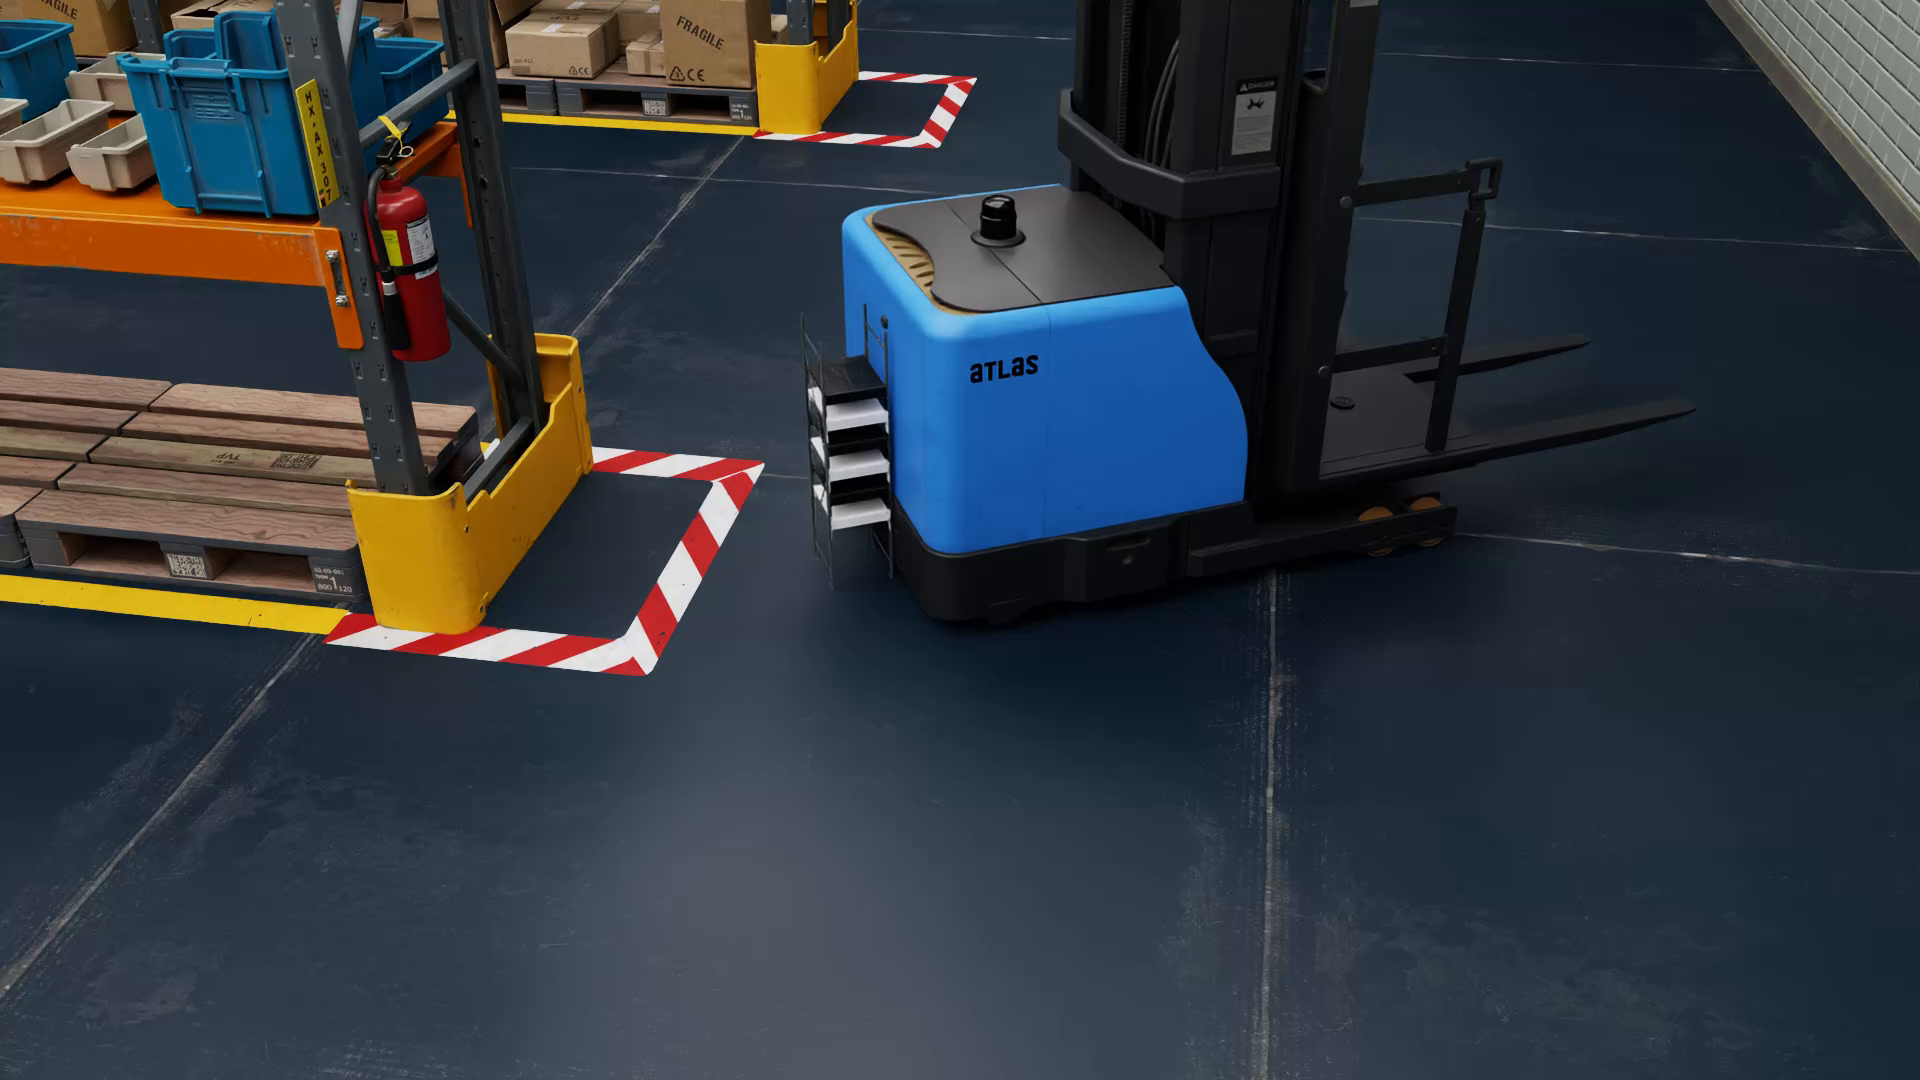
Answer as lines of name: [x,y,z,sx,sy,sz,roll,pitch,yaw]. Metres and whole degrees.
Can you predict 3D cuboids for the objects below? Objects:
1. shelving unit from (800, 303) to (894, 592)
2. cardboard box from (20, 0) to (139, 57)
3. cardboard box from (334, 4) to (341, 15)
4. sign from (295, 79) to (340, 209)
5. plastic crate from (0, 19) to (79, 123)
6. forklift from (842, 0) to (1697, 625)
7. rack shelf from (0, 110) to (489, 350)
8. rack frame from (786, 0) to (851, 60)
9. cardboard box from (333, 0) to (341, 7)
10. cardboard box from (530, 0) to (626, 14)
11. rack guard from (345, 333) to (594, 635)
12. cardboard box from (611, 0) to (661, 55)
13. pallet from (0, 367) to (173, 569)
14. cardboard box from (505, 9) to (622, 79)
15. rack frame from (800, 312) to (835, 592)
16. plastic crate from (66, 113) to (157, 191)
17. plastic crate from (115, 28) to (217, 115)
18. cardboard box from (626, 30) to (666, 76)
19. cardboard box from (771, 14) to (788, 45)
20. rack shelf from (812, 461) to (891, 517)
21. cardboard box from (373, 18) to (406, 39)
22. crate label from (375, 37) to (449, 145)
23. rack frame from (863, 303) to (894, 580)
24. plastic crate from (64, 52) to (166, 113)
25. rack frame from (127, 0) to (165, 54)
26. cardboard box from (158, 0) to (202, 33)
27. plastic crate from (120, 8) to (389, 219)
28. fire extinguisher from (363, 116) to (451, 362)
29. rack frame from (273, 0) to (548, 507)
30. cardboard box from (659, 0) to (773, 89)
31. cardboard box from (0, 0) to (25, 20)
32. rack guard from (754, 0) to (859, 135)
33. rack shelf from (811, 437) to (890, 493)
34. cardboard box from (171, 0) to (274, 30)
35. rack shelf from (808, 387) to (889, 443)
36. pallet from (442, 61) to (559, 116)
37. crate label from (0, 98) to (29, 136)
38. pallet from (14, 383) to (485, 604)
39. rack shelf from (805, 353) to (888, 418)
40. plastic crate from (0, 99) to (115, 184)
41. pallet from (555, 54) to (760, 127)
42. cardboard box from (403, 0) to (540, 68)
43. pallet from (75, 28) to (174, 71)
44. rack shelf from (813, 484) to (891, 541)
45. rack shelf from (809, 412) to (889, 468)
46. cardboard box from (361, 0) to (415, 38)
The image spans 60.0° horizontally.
shelving unit: [-0.360,-0.289,5.364,0.210,0.900,0.258,-11,34,-16]
cardboard box: [-5.288,-3.251,10.057,0.500,0.500,0.500,5,32,8]
cardboard box: [-3.764,-3.303,10.472,0.250,0.149,0.380,5,32,8]
sign: [-1.724,-1.062,4.466,0.005,0.325,0.100,5,32,8]
plastic crate: [-3.133,-1.548,5.498,0.300,0.233,0.416,5,32,8]
forklift: [1.171,-1.440,5.288,3.031,2.935,1.130,-11,34,-16]
rack shelf: [-3.619,-1.156,5.447,4.000,0.370,1.077,5,32,8]
rack frame: [-0.810,-3.872,9.109,0.127,3.000,1.000,5,32,8]
cardboard box: [-4.144,-3.454,10.382,0.500,0.500,0.500,5,32,8]
cardboard box: [-2.284,-3.180,10.179,0.500,0.250,0.500,5,32,8]
rack guard: [-1.621,-0.227,5.642,0.348,0.500,1.175,5,32,8]
cardboard box: [-1.791,-3.135,10.108,0.500,0.250,0.500,5,32,8]
pallet: [-3.653,-0.304,6.037,1.213,0.211,1.003,5,32,8]
cardboard box: [-2.319,-2.914,9.755,0.500,0.250,0.500,5,32,8]
rack frame: [-0.456,-0.271,5.335,0.006,0.900,0.240,-11,34,-16]
plastic crate: [-2.482,-1.174,4.990,0.243,0.136,0.396,5,32,8]
plastic crate: [-2.484,-1.490,5.404,0.300,0.233,0.416,5,32,8]
cardboard box: [-1.772,-2.861,9.749,0.250,0.166,0.380,5,32,8]
cardboard box: [-1.165,-3.068,10.096,0.250,0.149,0.380,5,32,8]
rack shelf: [-0.360,-0.184,5.429,0.200,0.077,0.258,-11,34,-16]
cardboard box: [-3.521,-2.992,9.959,0.250,0.166,0.380,5,32,8]
crate label: [-1.835,-1.431,5.310,0.303,0.233,0.416,5,32,8]
rack frame: [-0.264,-0.307,5.392,0.006,0.900,0.240,-11,34,-16]
plastic crate: [-2.806,-1.522,5.547,0.298,0.136,0.250,5,32,8]
rack frame: [-4.753,-4.229,9.680,0.127,3.000,1.000,5,32,8]
cardboard box: [-5.189,-3.527,10.499,0.500,0.500,0.500,4,32,6]
plastic crate: [-2.009,-1.255,4.838,0.499,0.435,0.616,5,32,8]
fire extinguisher: [-1.575,-0.840,4.689,0.183,0.674,0.296,5,32,8]
rack frame: [-1.647,-1.282,4.971,0.127,3.000,1.000,5,32,8]
cardboard box: [-1.388,-2.919,9.528,0.500,0.500,0.500,5,32,8]
cardboard box: [-5.774,-3.299,10.135,0.500,0.500,0.500,5,32,8]
rack guard: [-0.885,-2.820,9.784,0.348,0.500,1.175,5,32,8]
rack shelf: [-0.360,-0.261,5.381,0.200,0.077,0.258,-11,34,-16]
cardboard box: [-4.376,-3.126,10.036,0.500,0.311,0.500,5,32,8]
rack shelf: [-0.360,-0.413,5.286,0.200,0.077,0.258,-11,34,-16]
pallet: [-2.870,-2.878,10.149,1.213,0.211,1.003,5,32,8]
crate label: [-3.044,-1.219,5.063,0.243,0.136,0.396,5,32,8]
pallet: [-2.454,-0.194,5.861,1.213,0.211,1.003,5,32,8]
rack shelf: [-0.360,-0.490,5.238,0.200,0.077,0.258,-11,34,-16]
plastic crate: [-2.765,-1.207,5.044,0.243,0.136,0.396,5,32,8]
pallet: [-1.671,-2.768,9.973,1.213,0.211,1.003,5,32,8]
cardboard box: [-2.900,-3.193,9.962,0.637,0.503,0.797,5,32,8]
pallet: [-5.561,-3.100,10.504,1.213,0.211,1.003,5,32,8]
rack shelf: [-0.360,-0.108,5.477,0.200,0.077,0.258,-11,34,-16]
rack shelf: [-0.360,-0.337,5.334,0.200,0.077,0.258,-11,34,-16]
cardboard box: [-3.405,-3.307,10.325,0.500,0.311,0.500,5,32,8]
